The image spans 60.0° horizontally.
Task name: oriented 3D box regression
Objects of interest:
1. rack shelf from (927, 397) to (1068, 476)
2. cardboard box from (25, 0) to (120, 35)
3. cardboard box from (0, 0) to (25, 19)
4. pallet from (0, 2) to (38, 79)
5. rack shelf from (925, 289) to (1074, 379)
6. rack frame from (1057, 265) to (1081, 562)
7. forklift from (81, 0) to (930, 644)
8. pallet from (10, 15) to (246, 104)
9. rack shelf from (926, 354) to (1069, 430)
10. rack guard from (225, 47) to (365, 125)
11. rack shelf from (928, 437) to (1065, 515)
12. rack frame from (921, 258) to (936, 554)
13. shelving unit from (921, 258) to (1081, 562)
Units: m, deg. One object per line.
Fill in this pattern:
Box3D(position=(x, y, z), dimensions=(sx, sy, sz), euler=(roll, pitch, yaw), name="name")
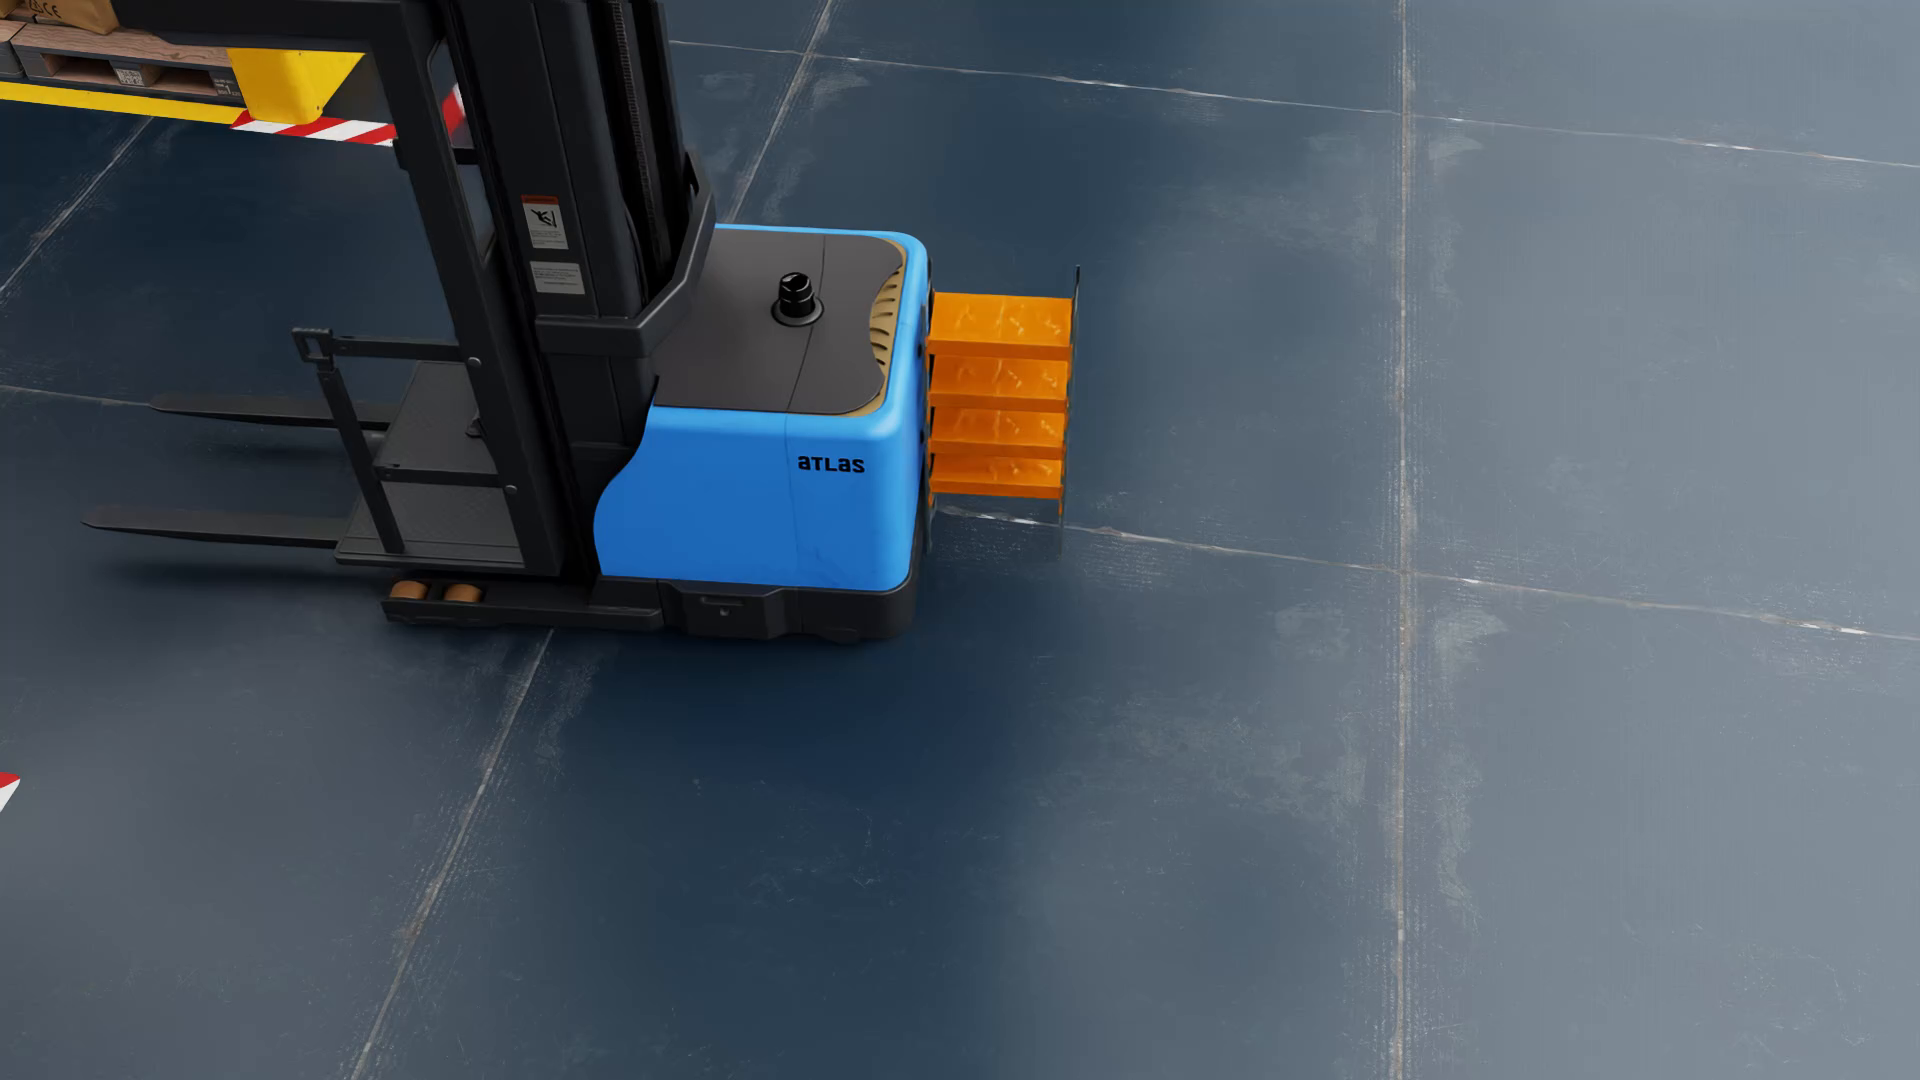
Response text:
Box3D(position=(0.136, -0.379, 5.874), dimensions=(0.480, 0.148, 0.258), euler=(3, 48, 3), name="rack shelf")
Box3D(position=(-4.335, -2.899, 8.236), dimensions=(0.500, 0.500, 0.500), euler=(19, 51, 17), name="cardboard box")
Box3D(position=(-4.948, -2.996, 8.323), dimensions=(0.500, 0.500, 0.500), euler=(12, 49, 10), name="cardboard box")
Box3D(position=(-5.195, -2.820, 8.642), dimensions=(1.213, 0.211, 1.003), euler=(8, 49, 7), name="pallet")
Box3D(position=(0.136, -0.686, 5.532), dimensions=(0.480, 0.148, 0.258), euler=(3, 48, 3), name="rack shelf")
Box3D(position=(0.379, -0.410, 5.812), dimensions=(0.015, 1.200, 0.240), euler=(3, 48, 3), name="rack frame")
Box3D(position=(-1.644, -1.056, 5.228), dimensions=(3.031, 2.935, 1.130), euler=(3, 48, 3), name="forklift")
Box3D(position=(-3.998, -2.656, 8.495), dimensions=(1.213, 0.211, 1.003), euler=(8, 49, 7), name="pallet")
Box3D(position=(0.136, -0.528, 5.708), dimensions=(0.480, 0.148, 0.258), euler=(3, 48, 3), name="rack shelf")
Box3D(position=(-3.204, -2.620, 8.268), dimensions=(0.348, 0.500, 1.175), euler=(8, 49, 7), name="rack guard")
Box3D(position=(0.136, -0.246, 6.022), dimensions=(0.480, 0.148, 0.258), euler=(3, 48, 3), name="rack shelf")
Box3D(position=(-0.108, -0.438, 5.837), dimensions=(0.015, 1.200, 0.240), euler=(3, 48, 3), name="rack frame")
Box3D(position=(0.136, -0.424, 5.824), dimensions=(0.503, 1.200, 0.258), euler=(3, 48, 3), name="shelving unit")
